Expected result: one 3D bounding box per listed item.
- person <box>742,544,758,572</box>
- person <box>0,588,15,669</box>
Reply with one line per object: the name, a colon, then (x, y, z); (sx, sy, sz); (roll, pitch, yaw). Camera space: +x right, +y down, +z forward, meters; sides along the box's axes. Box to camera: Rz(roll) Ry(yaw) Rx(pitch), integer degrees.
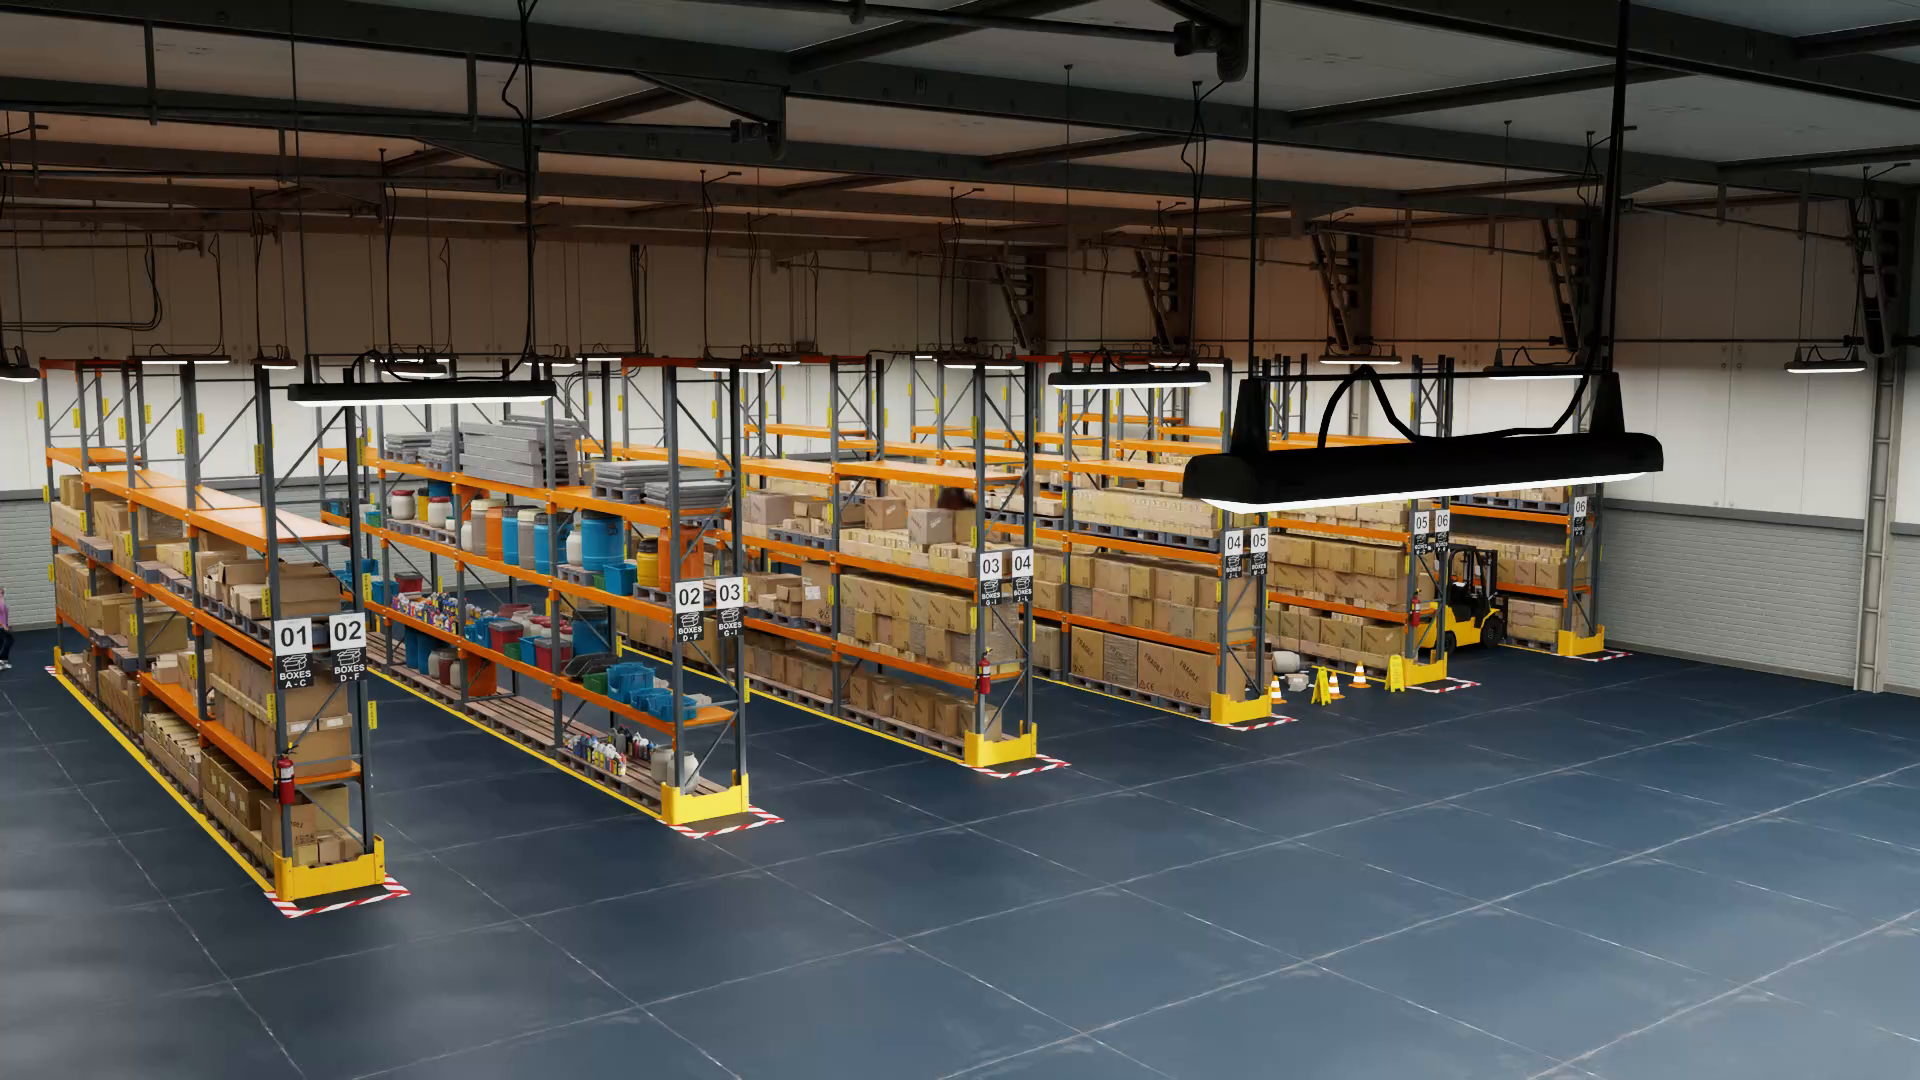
person: (-5.272, 0.475, 41.856); (0.813, 1.644, 0.537); (-6, 9, -43)
person: (-18.433, 1.699, 31.959); (0.486, 1.609, 0.512); (-6, 9, -39)
